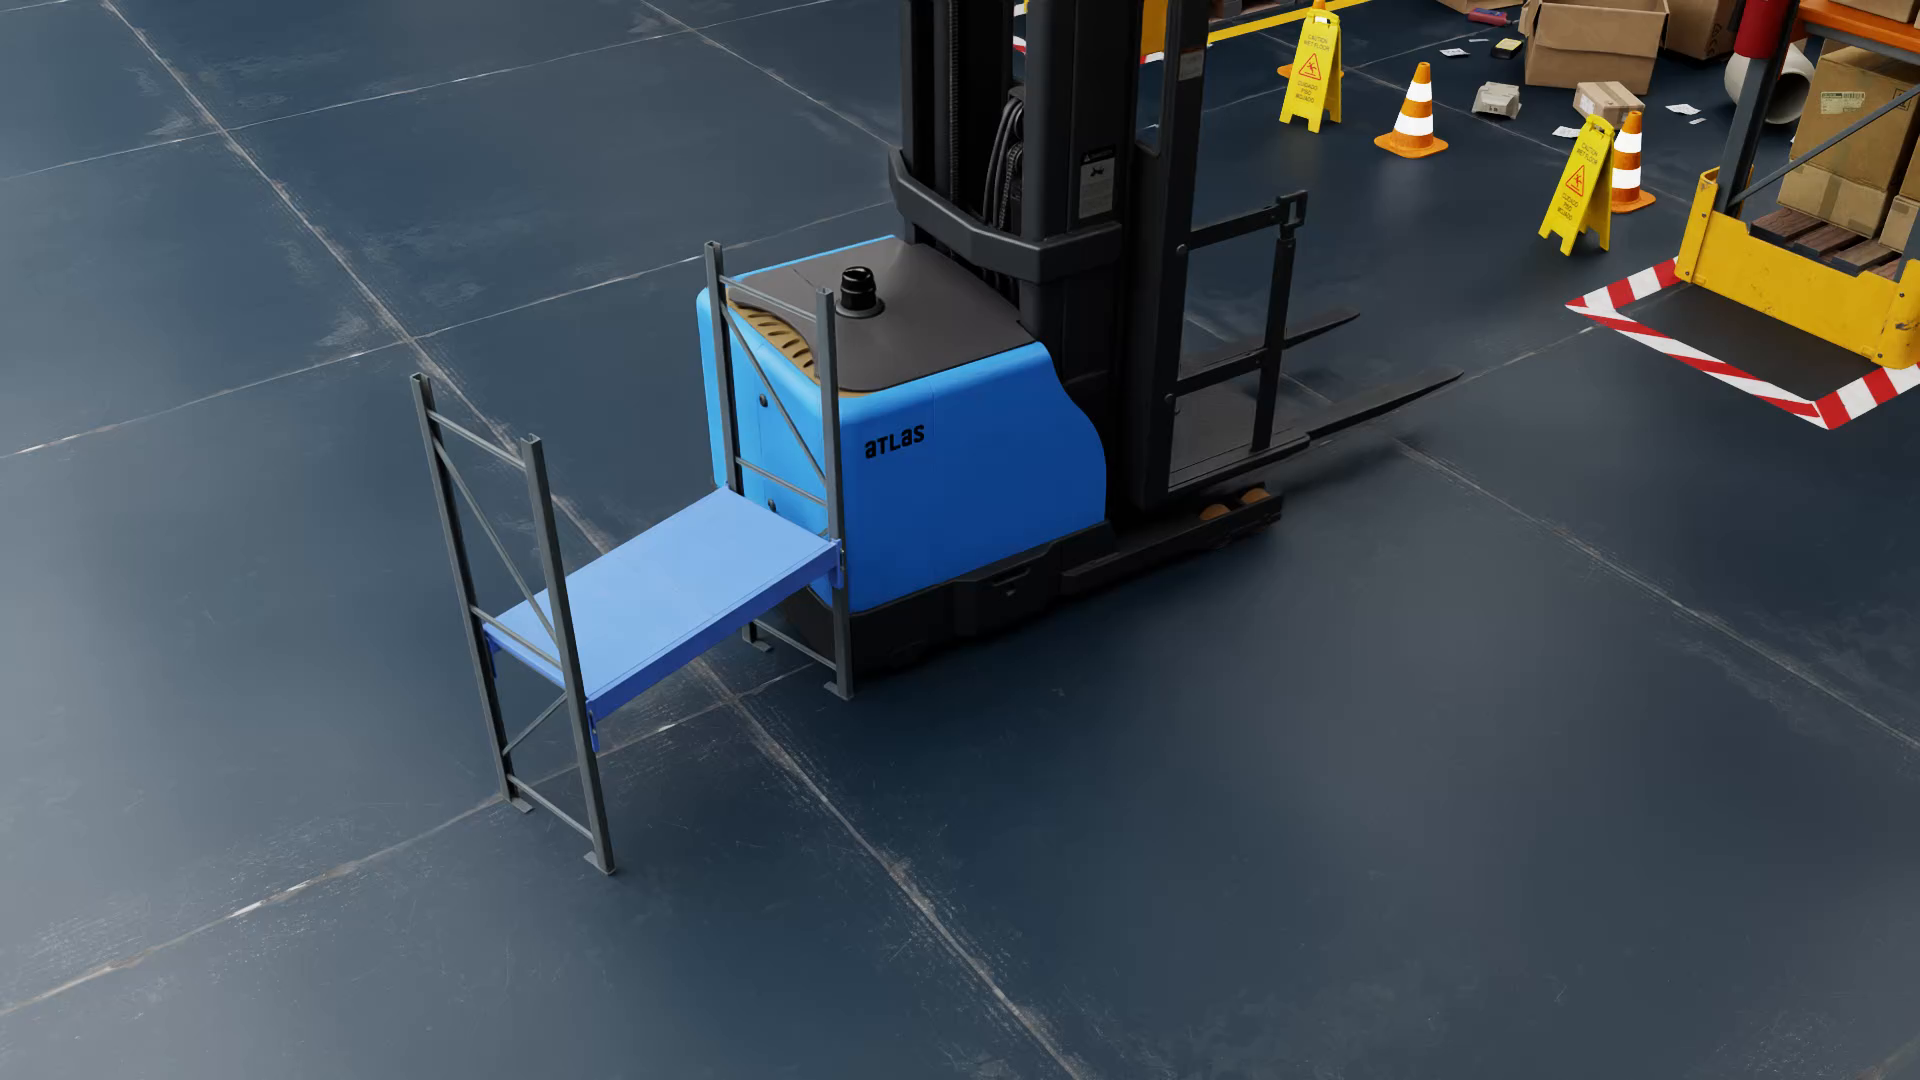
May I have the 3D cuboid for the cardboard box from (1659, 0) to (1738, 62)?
[{"bbox_3d":[4.577,-3.420,10.458,0.503,0.637,0.797,-22,41,-28],"label":"cardboard box"}]

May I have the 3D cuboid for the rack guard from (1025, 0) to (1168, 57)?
[{"bbox_3d":[0.887,-3.566,10.781,0.348,0.500,1.175,-22,41,-28],"label":"rack guard"}]

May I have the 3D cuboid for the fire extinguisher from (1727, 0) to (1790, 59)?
[{"bbox_3d":[3.482,-2.411,7.099,0.183,0.674,0.296,-22,41,-28],"label":"fire extinguisher"}]

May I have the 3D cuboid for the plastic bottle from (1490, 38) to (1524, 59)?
[{"bbox_3d":[3.478,-3.125,10.543,0.133,0.061,0.283,22,41,28],"label":"plastic bottle"}]

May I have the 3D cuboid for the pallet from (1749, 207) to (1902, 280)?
[{"bbox_3d":[4.587,-1.411,8.031,1.213,0.211,1.003,-22,41,-28],"label":"pallet"}]

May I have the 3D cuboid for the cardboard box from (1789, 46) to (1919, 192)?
[{"bbox_3d":[4.345,-2.013,7.834,0.500,0.500,0.500,-22,41,-28],"label":"cardboard box"}]

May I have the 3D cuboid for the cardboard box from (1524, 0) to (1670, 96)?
[{"bbox_3d":[3.818,-3.047,10.055,0.797,0.503,0.637,9,37,12],"label":"cardboard box"}]

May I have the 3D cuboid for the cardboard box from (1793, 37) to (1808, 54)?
[{"bbox_3d":[5.208,-3.247,10.537,0.258,0.266,0.396,9,37,12],"label":"cardboard box"}]

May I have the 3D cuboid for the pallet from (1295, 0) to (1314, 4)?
[{"bbox_3d":[2.511,-4.172,11.869,1.213,0.211,1.003,-22,41,-28],"label":"pallet"}]

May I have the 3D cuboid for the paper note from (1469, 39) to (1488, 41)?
[{"bbox_3d":[3.345,-3.222,10.721,0.123,0.001,0.032,-3,36,-4],"label":"paper note"}]

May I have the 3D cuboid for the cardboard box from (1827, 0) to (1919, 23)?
[{"bbox_3d":[4.023,-2.387,7.215,0.250,0.149,0.380,-21,41,-26],"label":"cardboard box"}]

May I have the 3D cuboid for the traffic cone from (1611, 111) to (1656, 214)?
[{"bbox_3d":[3.449,-1.991,8.622,0.334,0.463,0.336,-22,41,-28],"label":"traffic cone"}]

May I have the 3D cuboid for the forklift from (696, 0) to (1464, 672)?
[{"bbox_3d":[0.617,-1.397,5.683,3.031,2.935,1.130,-20,40,-26],"label":"forklift"}]

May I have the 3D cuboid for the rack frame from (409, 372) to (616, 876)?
[{"bbox_3d":[-1.213,0.277,4.580,0.500,1.500,0.032,26,43,32],"label":"rack frame"}]

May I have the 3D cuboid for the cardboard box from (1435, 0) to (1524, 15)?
[{"bbox_3d":[3.498,-3.909,11.255,0.500,0.500,0.500,-15,38,-20],"label":"cardboard box"}]

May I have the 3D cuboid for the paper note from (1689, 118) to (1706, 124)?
[{"bbox_3d":[4.262,-2.421,9.607,0.123,0.001,0.032,-22,41,-28],"label":"paper note"}]

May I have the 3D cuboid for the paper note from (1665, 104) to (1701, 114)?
[{"bbox_3d":[4.247,-2.533,9.756,0.142,0.019,0.148,-9,37,-12],"label":"paper note"}]

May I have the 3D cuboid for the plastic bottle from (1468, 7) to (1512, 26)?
[{"bbox_3d":[3.524,-3.457,11.004,0.283,0.061,0.133,22,41,28],"label":"plastic bottle"}]

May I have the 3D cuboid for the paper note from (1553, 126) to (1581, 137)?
[{"bbox_3d":[3.467,-2.324,9.454,0.148,0.019,0.142,22,41,28],"label":"paper note"}]

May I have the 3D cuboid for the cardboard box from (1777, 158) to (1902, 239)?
[{"bbox_3d":[4.366,-1.723,8.073,0.500,0.250,0.500,-23,41,-28],"label":"cardboard box"}]

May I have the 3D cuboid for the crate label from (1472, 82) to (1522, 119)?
[{"bbox_3d":[3.138,-2.568,9.704,0.250,0.136,0.298,15,38,20],"label":"crate label"}]

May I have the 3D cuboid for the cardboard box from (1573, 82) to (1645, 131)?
[{"bbox_3d":[3.748,-2.508,9.610,0.250,0.149,0.380,-3,36,-4],"label":"cardboard box"}]

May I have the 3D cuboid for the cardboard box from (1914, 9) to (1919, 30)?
[{"bbox_3d":[4.237,-2.174,6.919,0.250,0.149,0.380,-22,41,-28],"label":"cardboard box"}]

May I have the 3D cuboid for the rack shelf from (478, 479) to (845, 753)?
[{"bbox_3d":[-0.883,0.197,5.000,0.538,0.185,1.000,26,43,32],"label":"rack shelf"}]

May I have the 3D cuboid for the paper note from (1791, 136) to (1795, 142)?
[{"bbox_3d":[4.749,-2.240,9.338,0.142,0.019,0.148,22,41,28],"label":"paper note"}]

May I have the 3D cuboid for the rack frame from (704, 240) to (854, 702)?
[{"bbox_3d":[-0.554,-0.175,5.209,0.500,1.500,0.032,26,43,32],"label":"rack frame"}]

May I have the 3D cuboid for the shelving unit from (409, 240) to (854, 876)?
[{"bbox_3d":[-0.883,0.051,4.895,0.538,1.500,1.048,26,43,32],"label":"shelving unit"}]

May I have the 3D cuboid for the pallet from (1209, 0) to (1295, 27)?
[{"bbox_3d":[1.515,-3.764,11.302,1.213,0.211,1.003,-22,41,-28],"label":"pallet"}]

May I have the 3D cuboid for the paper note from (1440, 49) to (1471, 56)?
[{"bbox_3d":[3.132,-3.086,10.517,0.142,0.017,0.144,-9,37,-12],"label":"paper note"}]

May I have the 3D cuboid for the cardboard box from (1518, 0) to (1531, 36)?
[{"bbox_3d":[3.832,-3.368,10.705,0.258,0.266,0.396,-15,38,-20],"label":"cardboard box"}]

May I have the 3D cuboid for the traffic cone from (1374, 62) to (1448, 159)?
[{"bbox_3d":[2.532,-2.407,9.200,0.334,0.463,0.336,-22,41,-28],"label":"traffic cone"}]

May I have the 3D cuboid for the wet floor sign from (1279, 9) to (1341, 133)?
[{"bbox_3d":[2.023,-2.679,9.422,0.267,0.644,0.232,30,45,35],"label":"wet floor sign"}]

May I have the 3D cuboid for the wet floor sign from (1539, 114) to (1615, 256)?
[{"bbox_3d":[3.069,-1.752,8.133,0.232,0.644,0.267,-9,37,-12],"label":"wet floor sign"}]

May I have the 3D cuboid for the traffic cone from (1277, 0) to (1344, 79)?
[{"bbox_3d":[2.159,-3.060,10.109,0.334,0.463,0.336,-22,41,-28],"label":"traffic cone"}]

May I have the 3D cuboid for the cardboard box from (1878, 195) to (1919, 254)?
[{"bbox_3d":[4.659,-1.454,7.699,0.500,0.250,0.500,-23,42,-28],"label":"cardboard box"}]

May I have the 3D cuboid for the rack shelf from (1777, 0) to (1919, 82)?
[{"bbox_3d":[5.475,-2.642,7.970,4.000,0.370,1.077,-22,41,-28],"label":"rack shelf"}]

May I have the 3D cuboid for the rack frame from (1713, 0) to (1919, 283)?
[{"bbox_3d":[3.841,-2.261,6.825,0.127,3.000,1.000,-22,41,-28],"label":"rack frame"}]

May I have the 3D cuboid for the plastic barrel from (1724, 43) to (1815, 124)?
[{"bbox_3d":[4.657,-2.632,9.547,0.421,0.421,0.512,3,36,4],"label":"plastic barrel"}]

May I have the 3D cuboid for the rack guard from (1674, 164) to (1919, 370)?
[{"bbox_3d":[3.903,-1.272,7.590,0.348,0.500,1.175,-22,41,-28],"label":"rack guard"}]

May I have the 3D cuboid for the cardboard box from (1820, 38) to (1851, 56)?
[{"bbox_3d":[5.450,-2.882,9.826,0.500,0.500,0.500,3,36,4],"label":"cardboard box"}]

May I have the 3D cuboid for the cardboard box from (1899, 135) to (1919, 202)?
[{"bbox_3d":[4.678,-1.767,7.491,0.500,0.500,0.500,-24,42,-29],"label":"cardboard box"}]
